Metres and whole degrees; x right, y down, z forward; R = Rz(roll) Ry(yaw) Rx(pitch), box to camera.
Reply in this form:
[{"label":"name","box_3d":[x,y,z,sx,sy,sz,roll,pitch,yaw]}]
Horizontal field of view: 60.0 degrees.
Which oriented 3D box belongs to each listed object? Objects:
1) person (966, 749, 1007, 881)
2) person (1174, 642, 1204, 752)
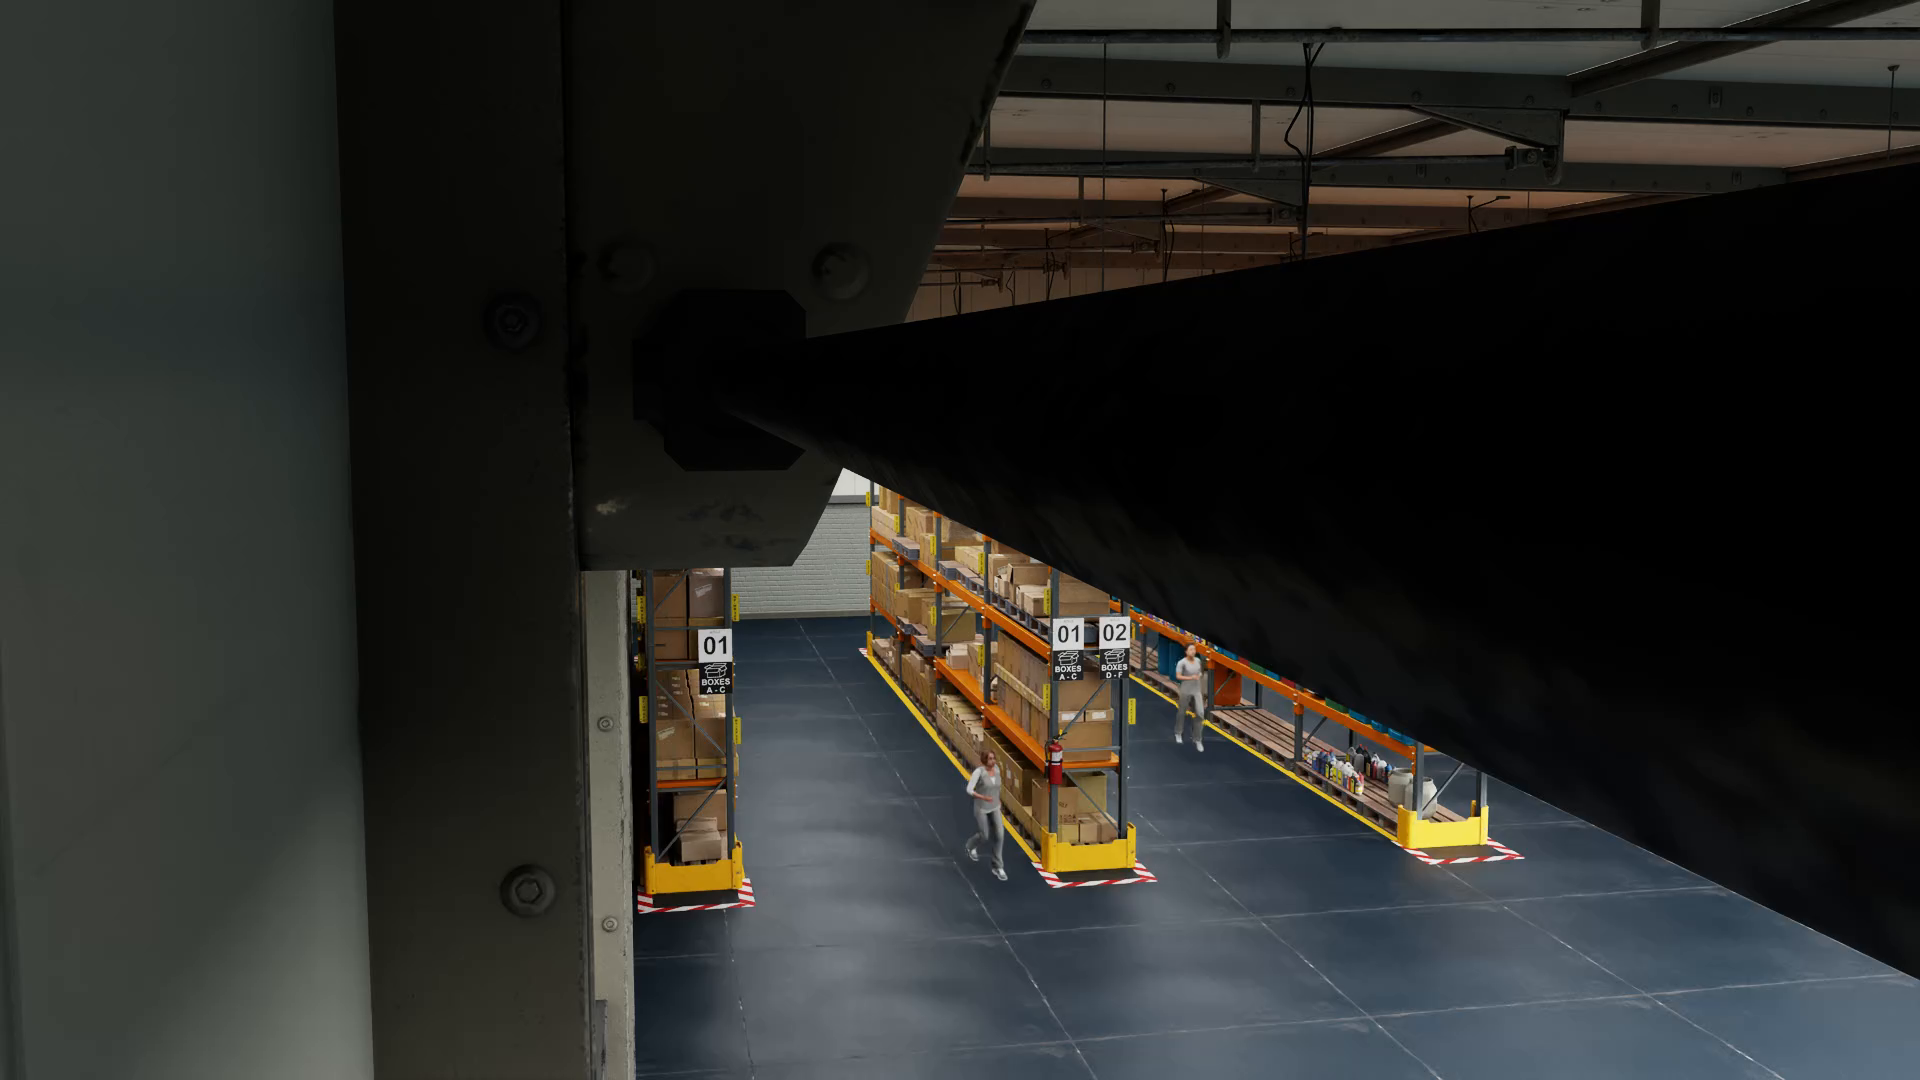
[{"label":"person","box_3d":[0.322,3.384,20.782,0.576,1.604,0.823,-3,7,-29]},{"label":"person","box_3d":[3.698,2.505,26.854,0.554,1.736,0.791,-2,6,-16]}]
